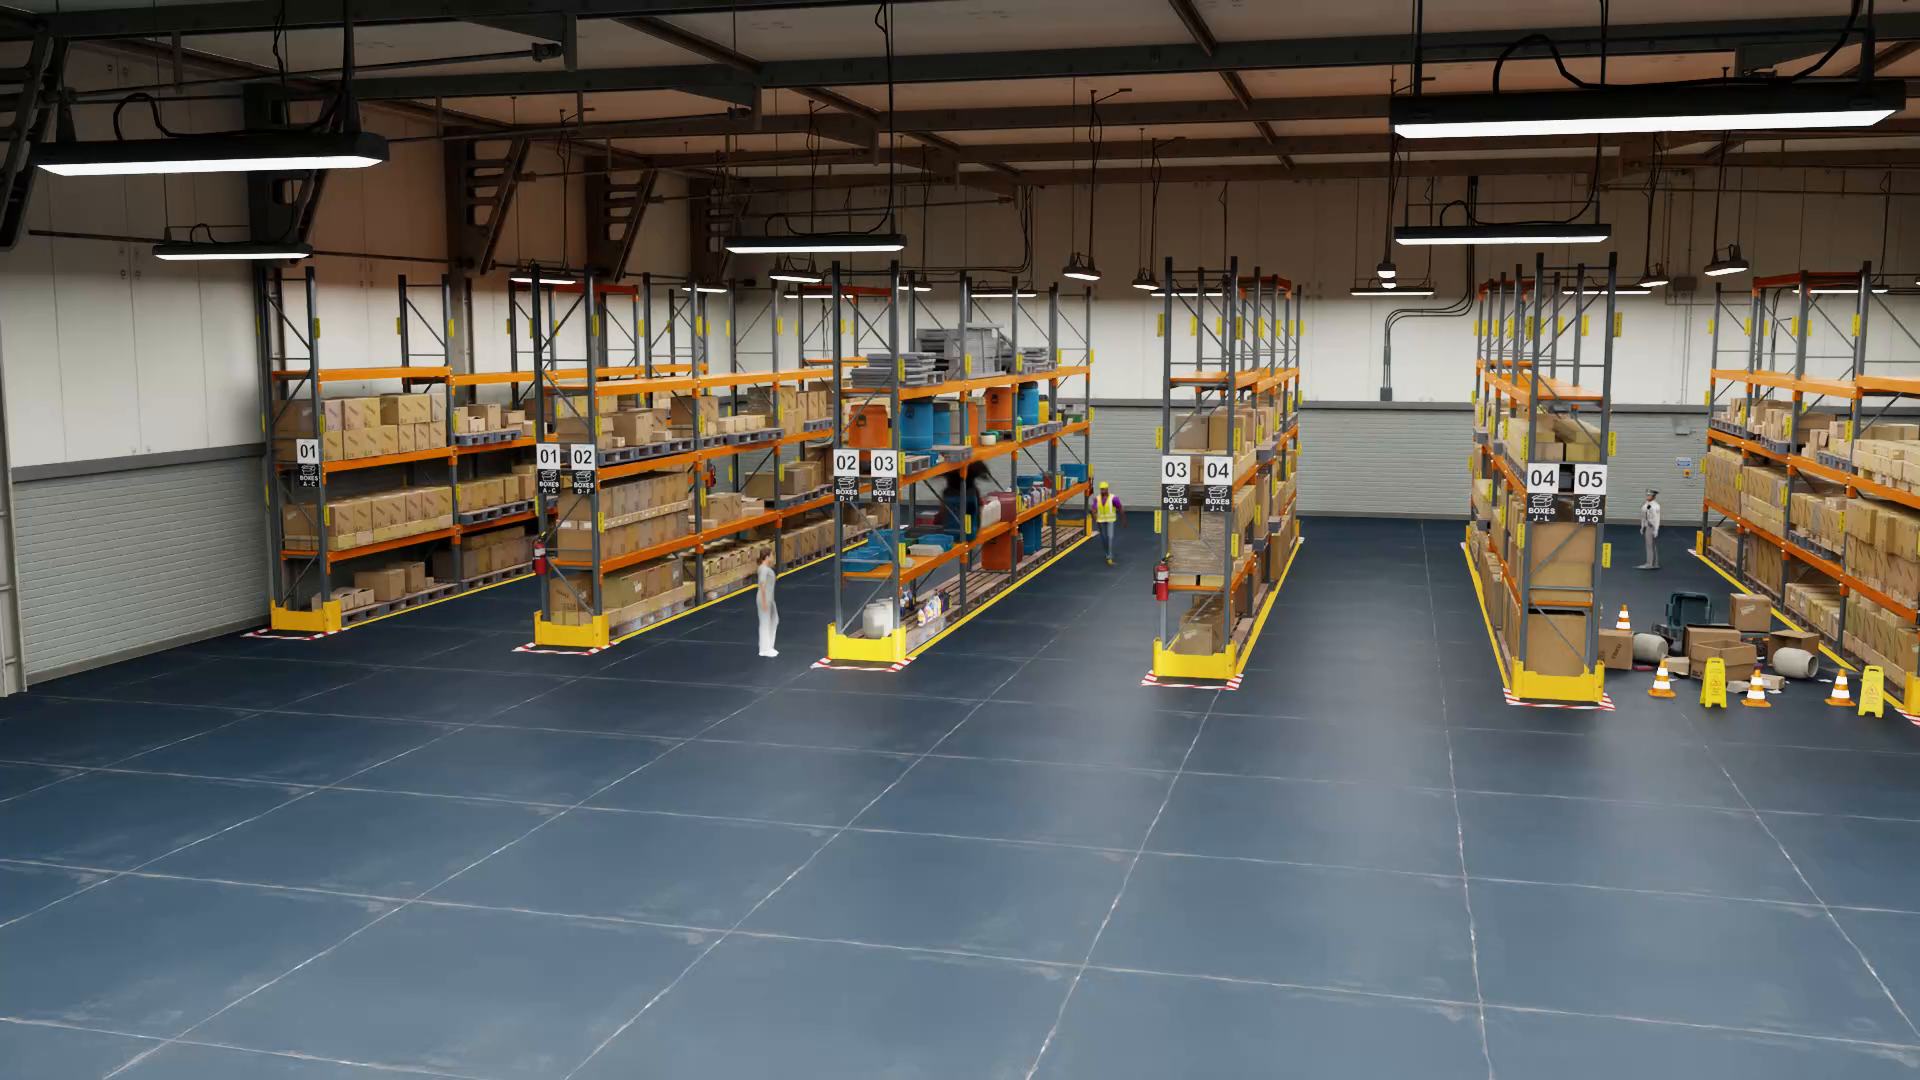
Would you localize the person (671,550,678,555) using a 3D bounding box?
[{"bbox_3d":[-6.025,-0.158,34.186,0.767,1.807,0.877,2,8,15],"label":"person"}]

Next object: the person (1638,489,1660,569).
[{"bbox_3d":[14.458,-0.237,34.843,0.422,1.681,0.506,2,8,15],"label":"person"}]

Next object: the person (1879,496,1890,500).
[{"bbox_3d":[19.105,-0.198,34.595,0.744,1.639,0.547,3,8,23],"label":"person"}]

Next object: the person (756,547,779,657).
[{"bbox_3d":[-2.968,0.964,25.562,0.344,1.712,0.526,0,7,3],"label":"person"}]

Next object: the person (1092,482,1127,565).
[{"bbox_3d":[3.198,-0.378,35.652,0.735,1.741,0.846,1,7,11],"label":"person"}]
